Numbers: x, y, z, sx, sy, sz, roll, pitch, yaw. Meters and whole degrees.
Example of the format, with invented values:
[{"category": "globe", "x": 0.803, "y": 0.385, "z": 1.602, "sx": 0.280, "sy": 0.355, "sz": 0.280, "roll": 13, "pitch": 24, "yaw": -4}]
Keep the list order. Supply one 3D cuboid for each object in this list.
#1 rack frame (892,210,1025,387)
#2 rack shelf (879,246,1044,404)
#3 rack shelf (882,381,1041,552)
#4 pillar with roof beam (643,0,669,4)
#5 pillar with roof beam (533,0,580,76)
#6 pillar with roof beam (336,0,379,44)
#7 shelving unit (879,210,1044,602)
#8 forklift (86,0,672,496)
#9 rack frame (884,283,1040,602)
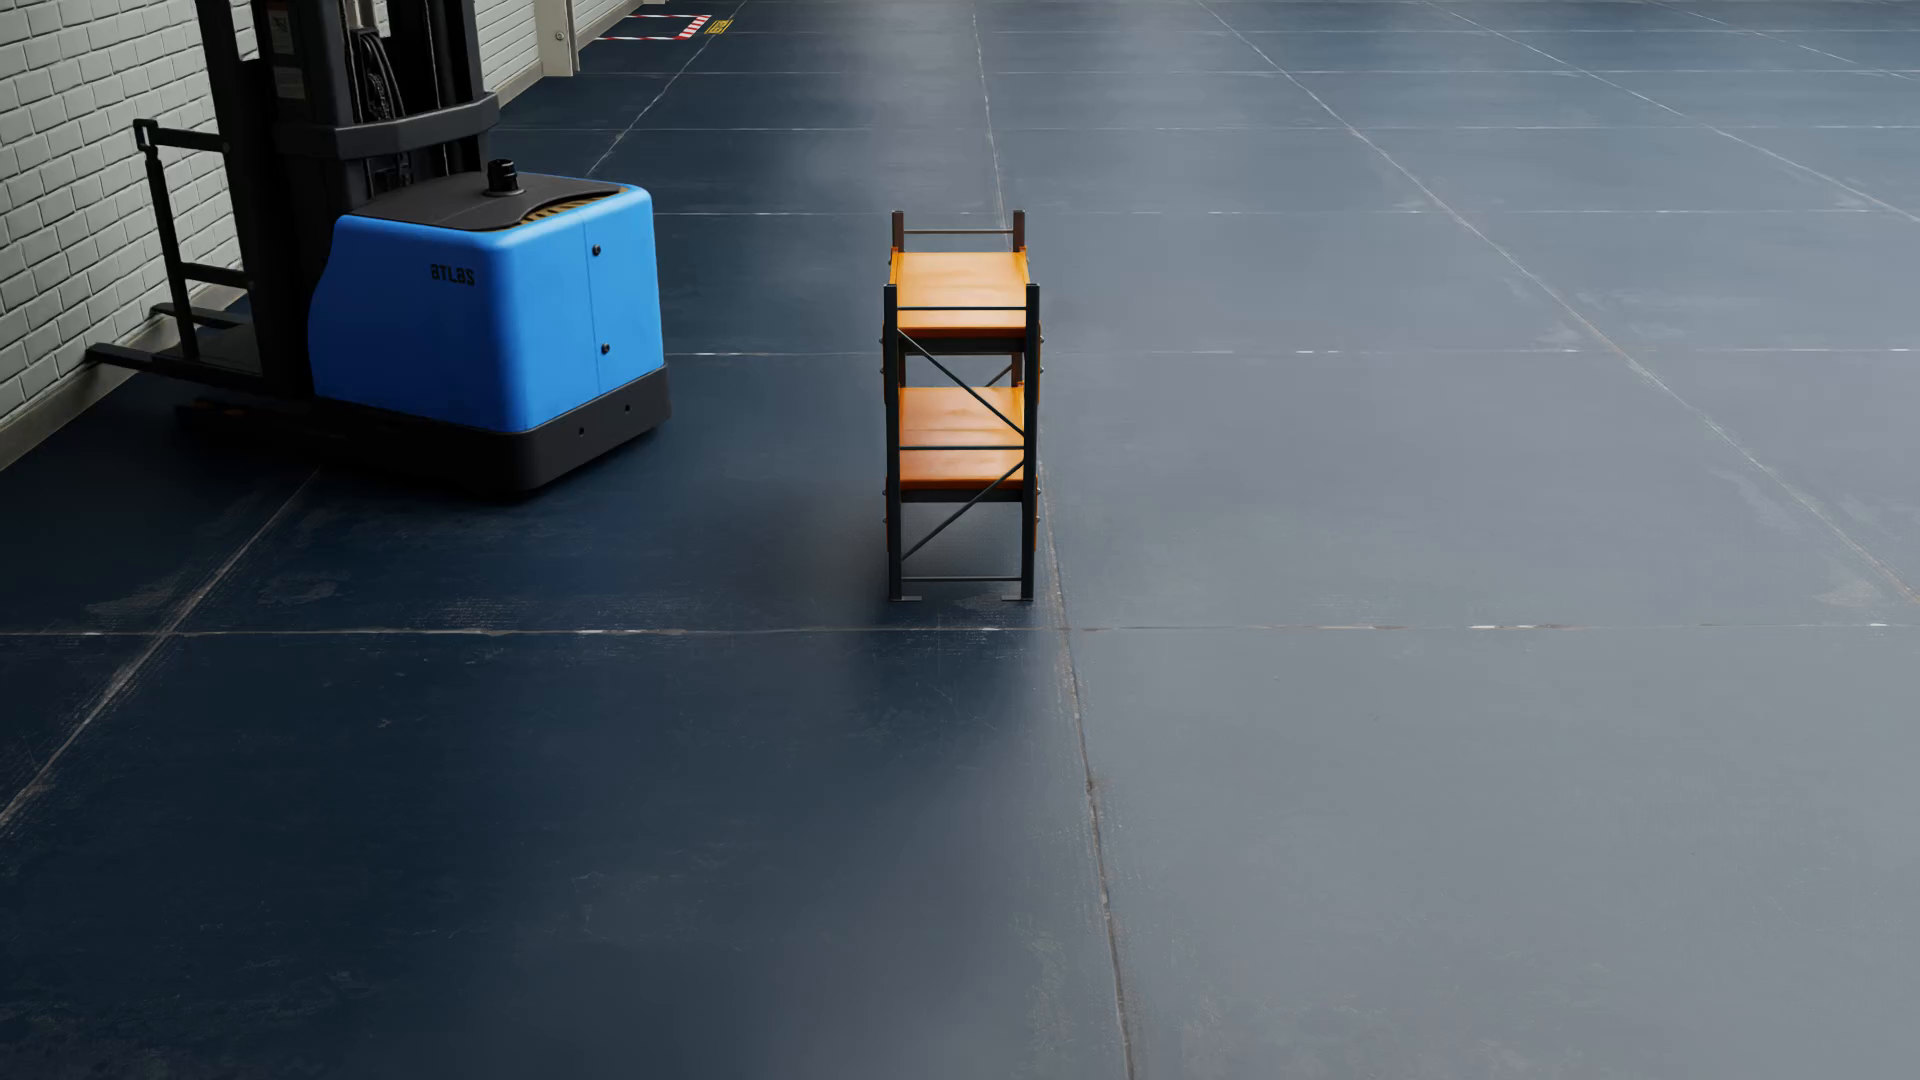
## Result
[{"category": "rack frame", "x": -0.006, "y": -0.725, "z": 6.488, "sx": 0.500, "sy": 1.125, "sz": 0.032, "roll": 0, "pitch": 24, "yaw": -1}, {"category": "rack shelf", "x": 0.000, "y": -0.782, "z": 5.904, "sx": 0.538, "sy": 0.278, "sz": 1.000, "roll": 0, "pitch": 24, "yaw": -1}, {"category": "rack shelf", "x": 0.000, "y": -0.293, "z": 6.125, "sx": 0.538, "sy": 0.278, "sz": 1.000, "roll": 0, "pitch": 24, "yaw": -1}, {"category": "pillar with roof beam", "x": 0.276, "y": -11.219, "z": 20.137, "sx": 9.100, "sy": 9.000, "sz": 0.400, "roll": 0, "pitch": 24, "yaw": -1}, {"category": "pillar with roof beam", "x": 0.341, "y": -8.747, "z": 14.670, "sx": 9.100, "sy": 9.000, "sz": 0.400, "roll": 0, "pitch": 24, "yaw": -1}, {"category": "pillar with roof beam", "x": 0.407, "y": -6.275, "z": 9.204, "sx": 9.100, "sy": 9.000, "sz": 0.400, "roll": 0, "pitch": 24, "yaw": -1}, {"category": "shelving unit", "x": 0.000, "y": -0.515, "z": 6.024, "sx": 0.538, "sy": 1.125, "sz": 1.048, "roll": 0, "pitch": 24, "yaw": -1}, {"category": "forklift", "x": -2.815, "y": -1.916, "z": 6.929, "sx": 3.031, "sy": 2.935, "sz": 1.130, "roll": 12, "pitch": 27, "yaw": 24}, {"category": "rack frame", "x": 0.005, "y": -0.306, "z": 5.561, "sx": 0.500, "sy": 1.125, "sz": 0.032, "roll": 0, "pitch": 24, "yaw": -1}]
